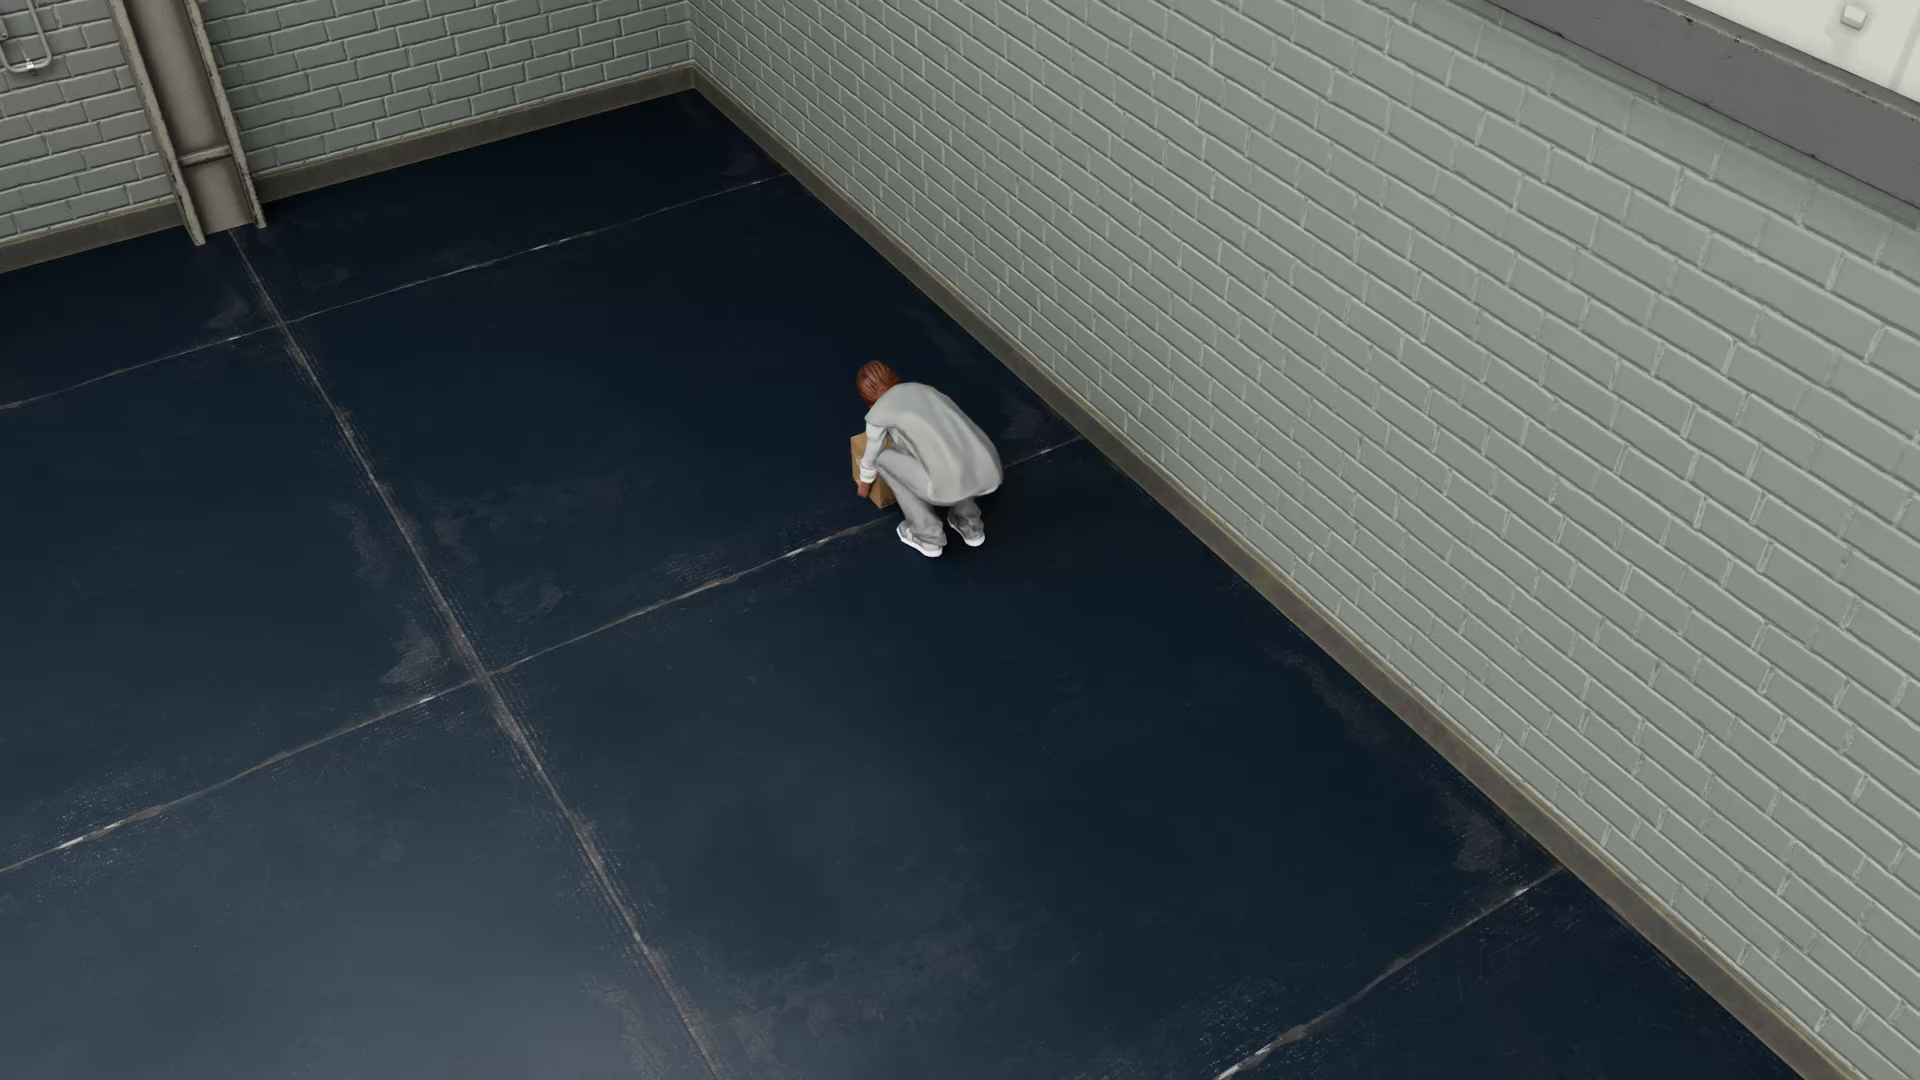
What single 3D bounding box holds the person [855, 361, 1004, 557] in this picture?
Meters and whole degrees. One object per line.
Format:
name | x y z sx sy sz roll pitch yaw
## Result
person | -0.154 -0.330 7.243 0.419 0.702 0.862 -24 47 -25
